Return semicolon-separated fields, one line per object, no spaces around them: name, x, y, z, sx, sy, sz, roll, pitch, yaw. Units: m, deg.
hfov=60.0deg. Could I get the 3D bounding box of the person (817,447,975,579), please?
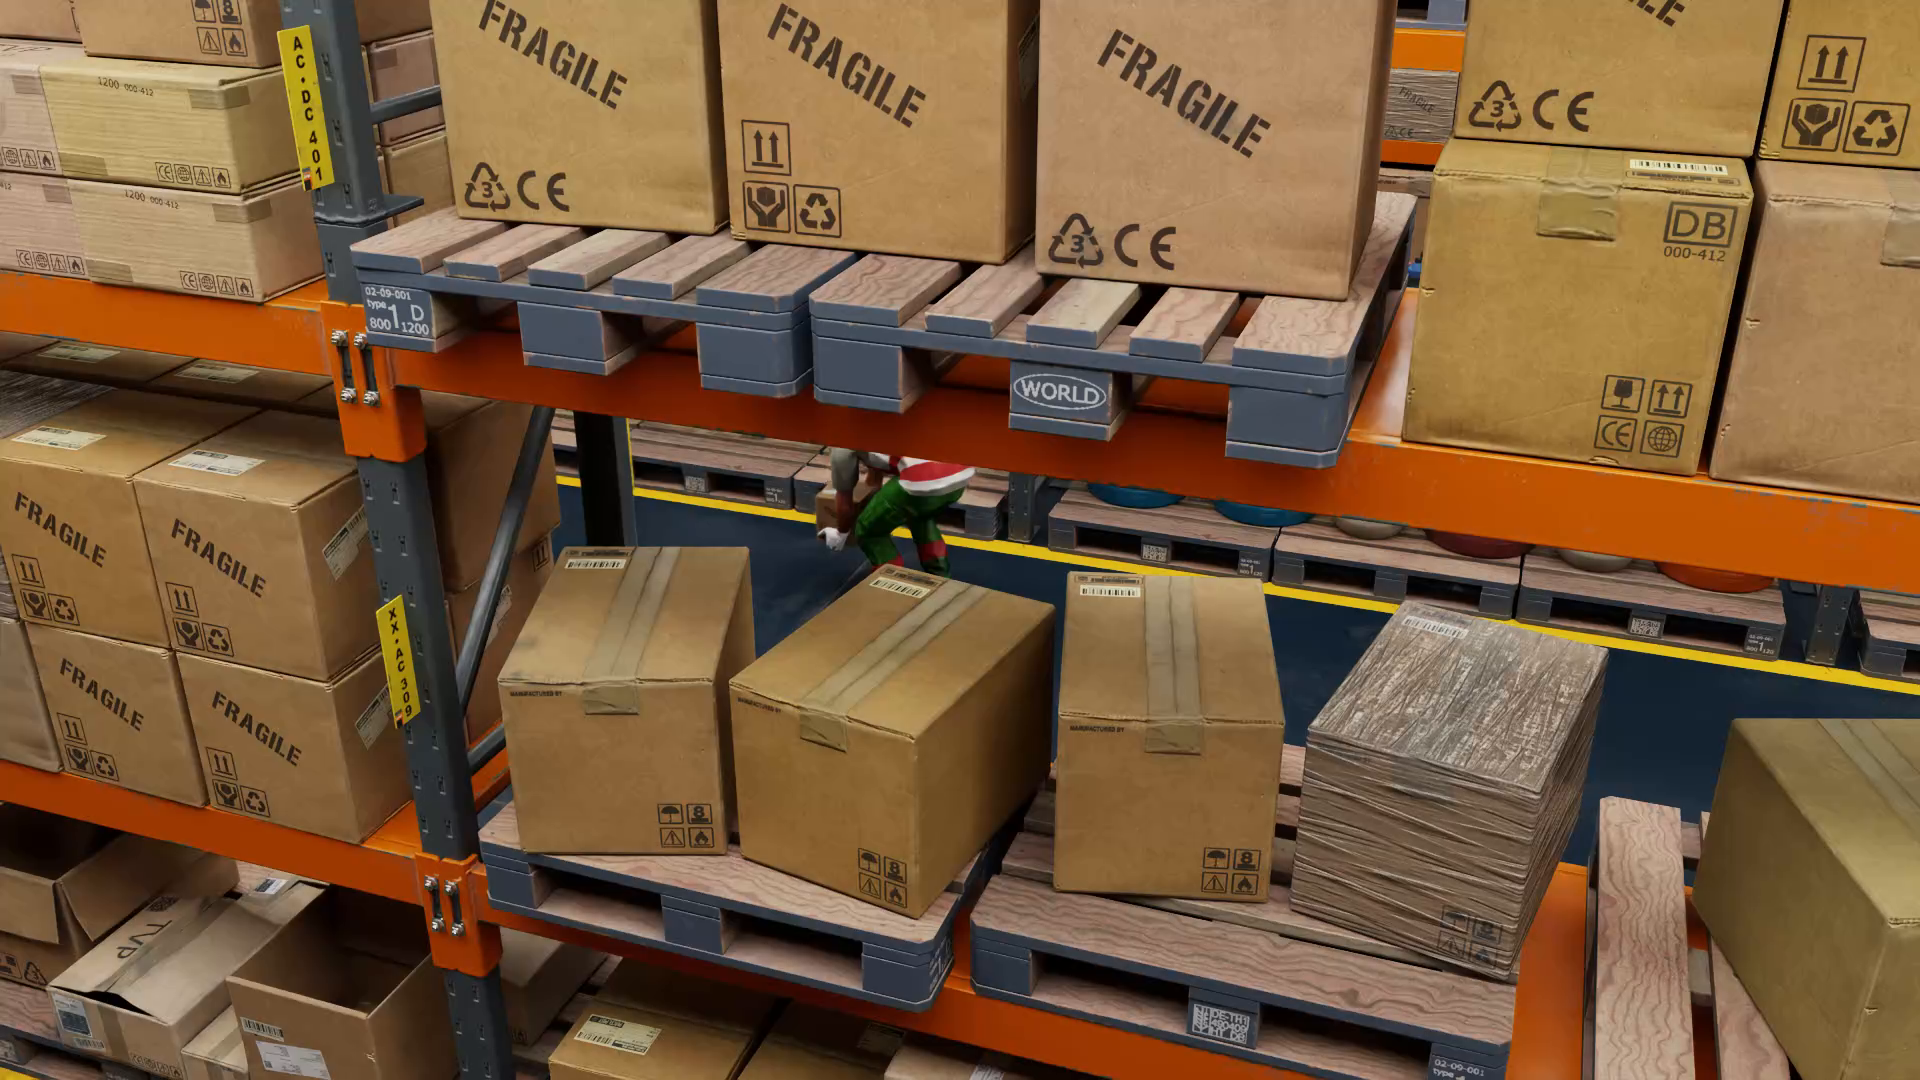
person;-0.362;-0.172;8.256;0.956;1.085;0.517;20;32;36
